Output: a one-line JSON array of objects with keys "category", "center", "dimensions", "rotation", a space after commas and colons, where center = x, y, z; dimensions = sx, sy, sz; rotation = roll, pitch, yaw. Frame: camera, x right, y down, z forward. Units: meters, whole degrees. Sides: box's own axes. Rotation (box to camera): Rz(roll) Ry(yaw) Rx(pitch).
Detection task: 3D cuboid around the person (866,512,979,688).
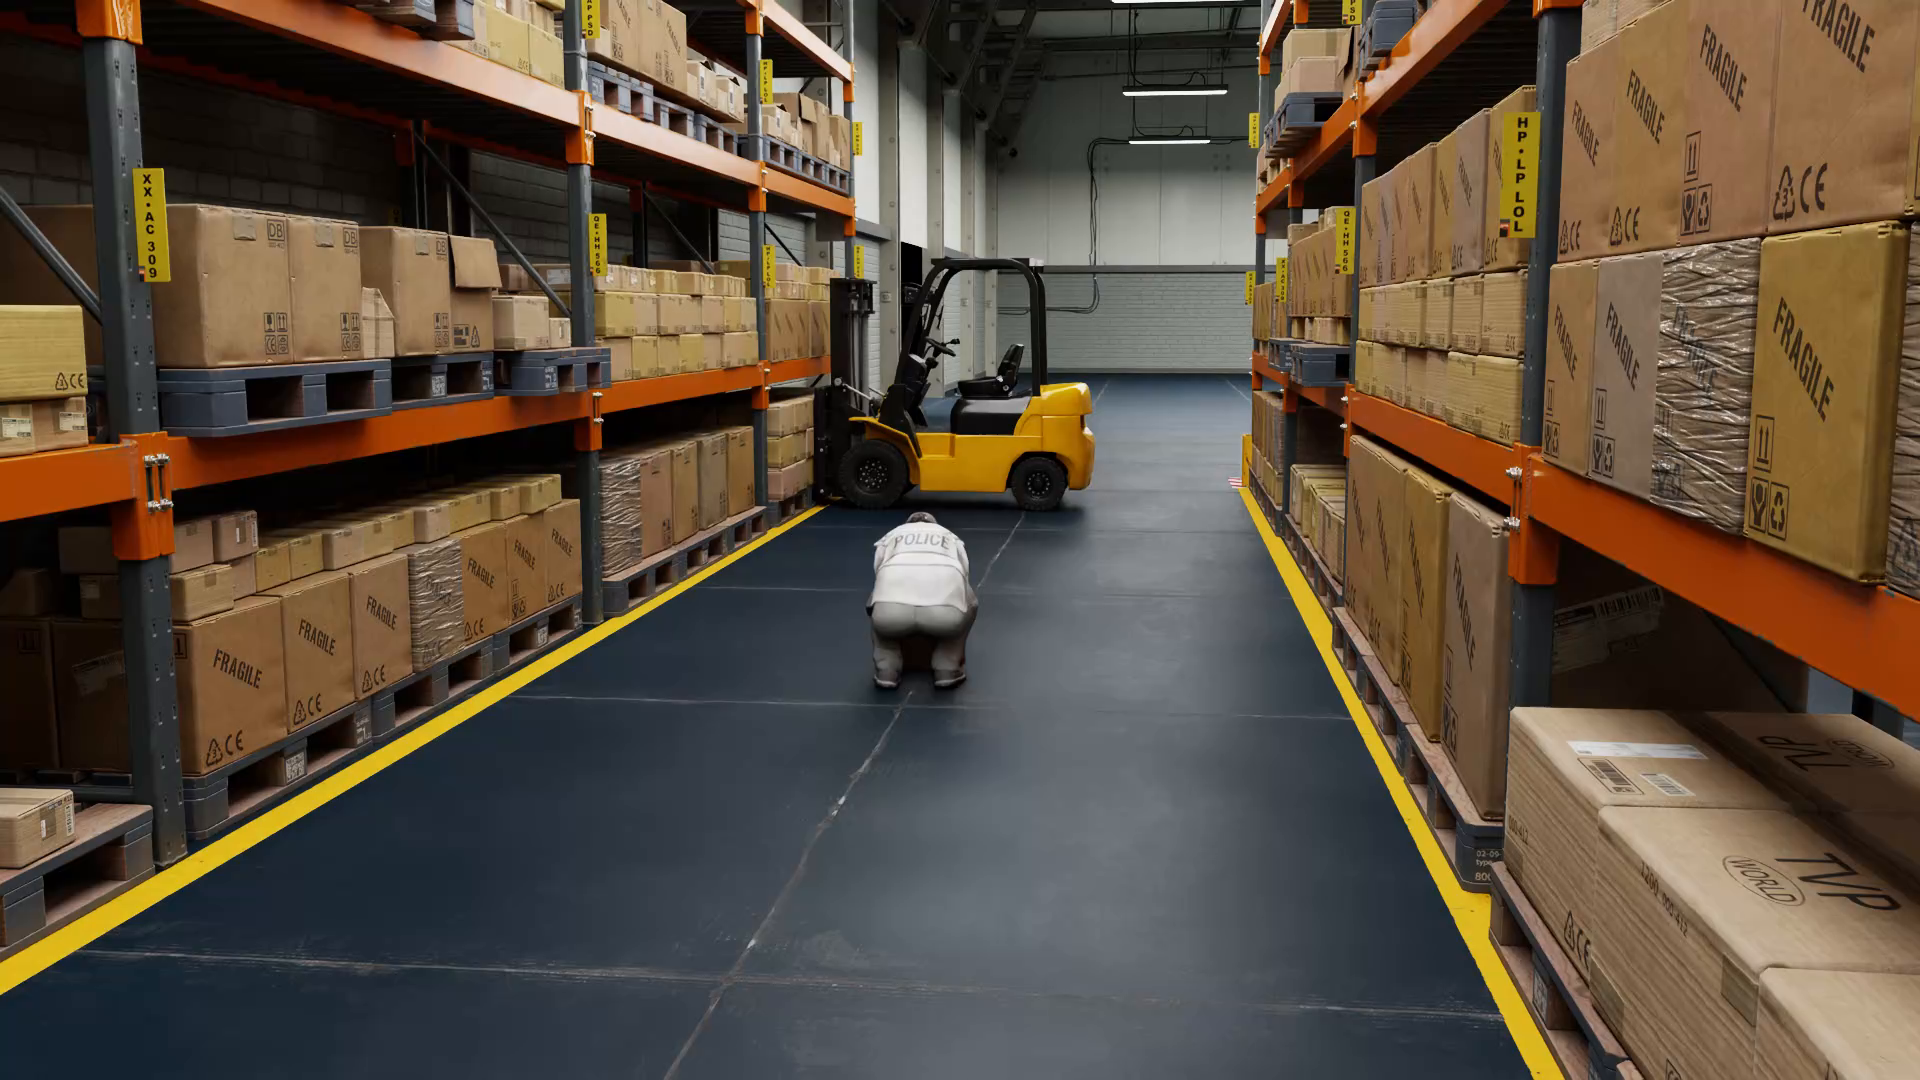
[{"category": "person", "center": [-0.179, 0.312, 7.699], "dimensions": [0.518, 0.818, 0.899], "rotation": [1, 8, 6]}]
